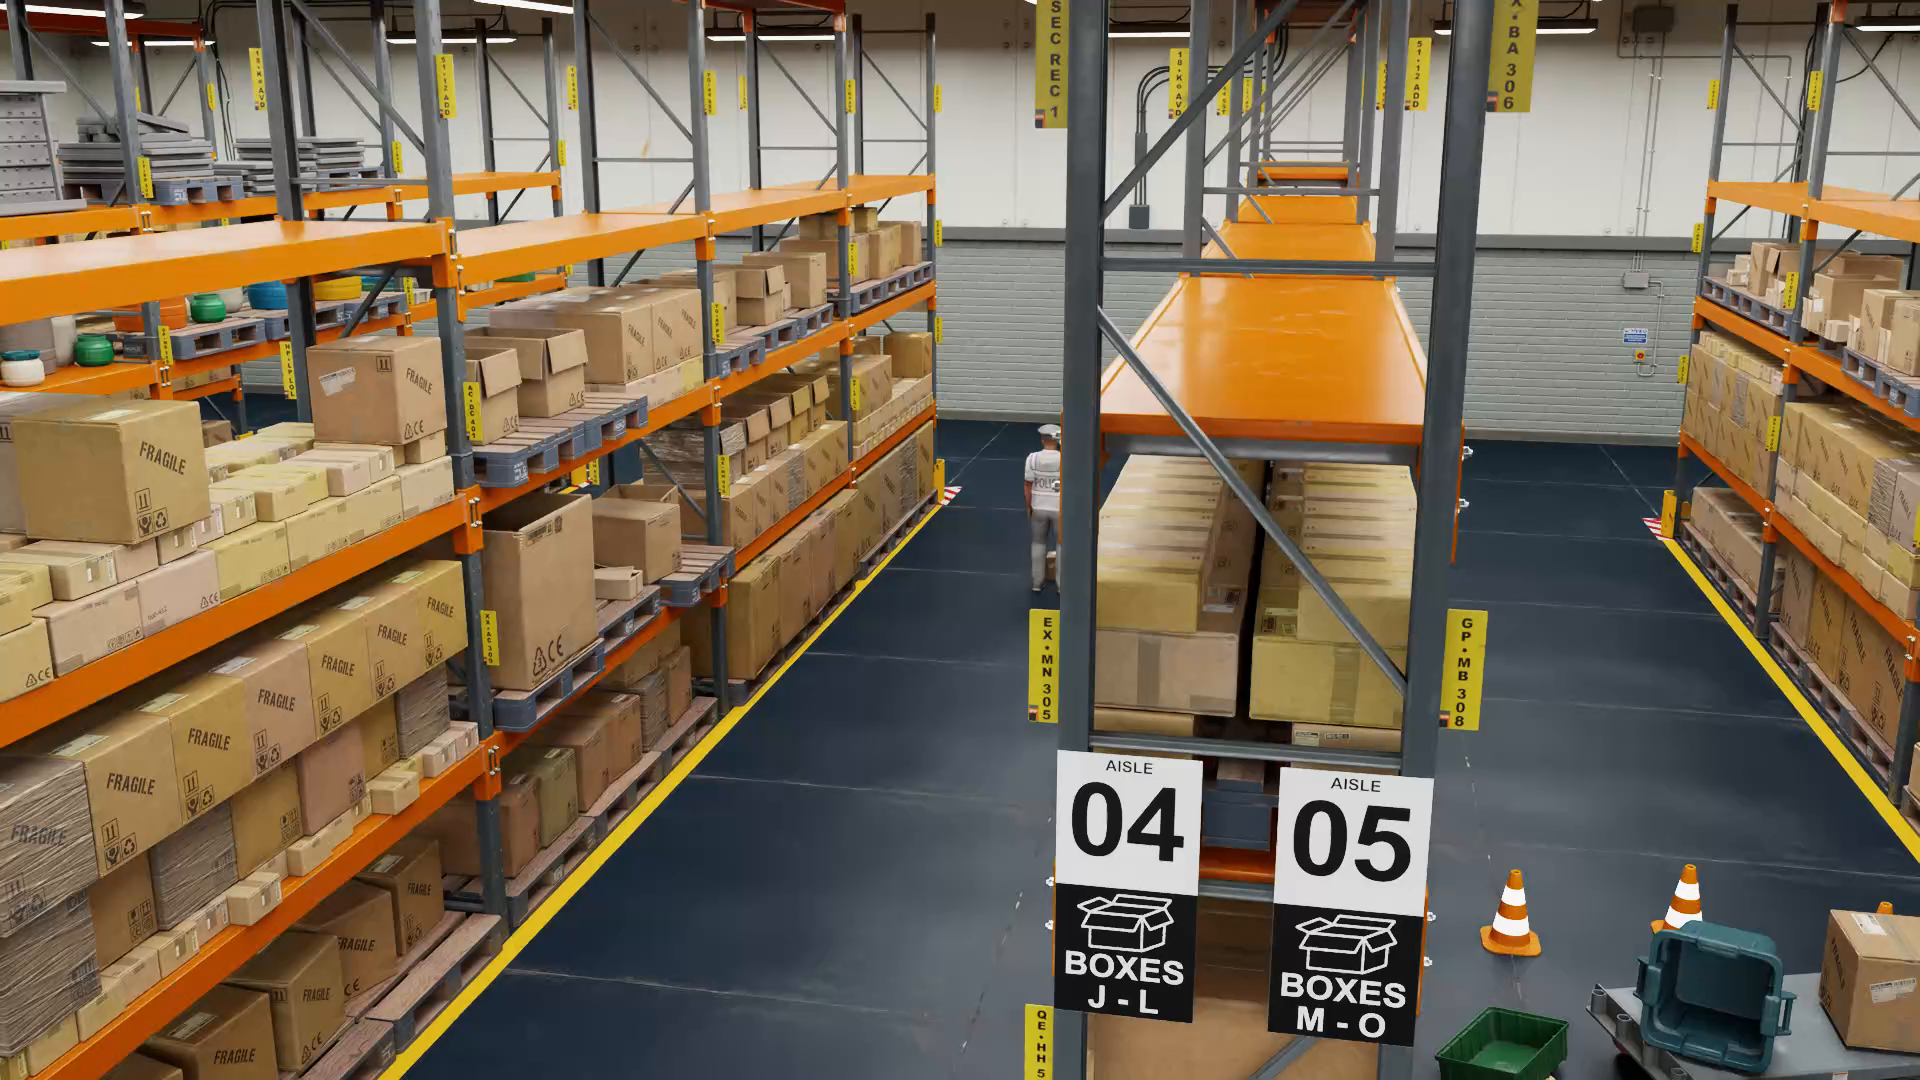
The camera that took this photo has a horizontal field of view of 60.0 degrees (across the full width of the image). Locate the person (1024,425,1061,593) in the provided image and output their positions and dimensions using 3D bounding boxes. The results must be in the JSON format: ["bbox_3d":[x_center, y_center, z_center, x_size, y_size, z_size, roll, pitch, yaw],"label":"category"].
[{"bbox_3d":[0.932,-0.319,17.256,0.528,1.749,0.393,3,15,12],"label":"person"}]
